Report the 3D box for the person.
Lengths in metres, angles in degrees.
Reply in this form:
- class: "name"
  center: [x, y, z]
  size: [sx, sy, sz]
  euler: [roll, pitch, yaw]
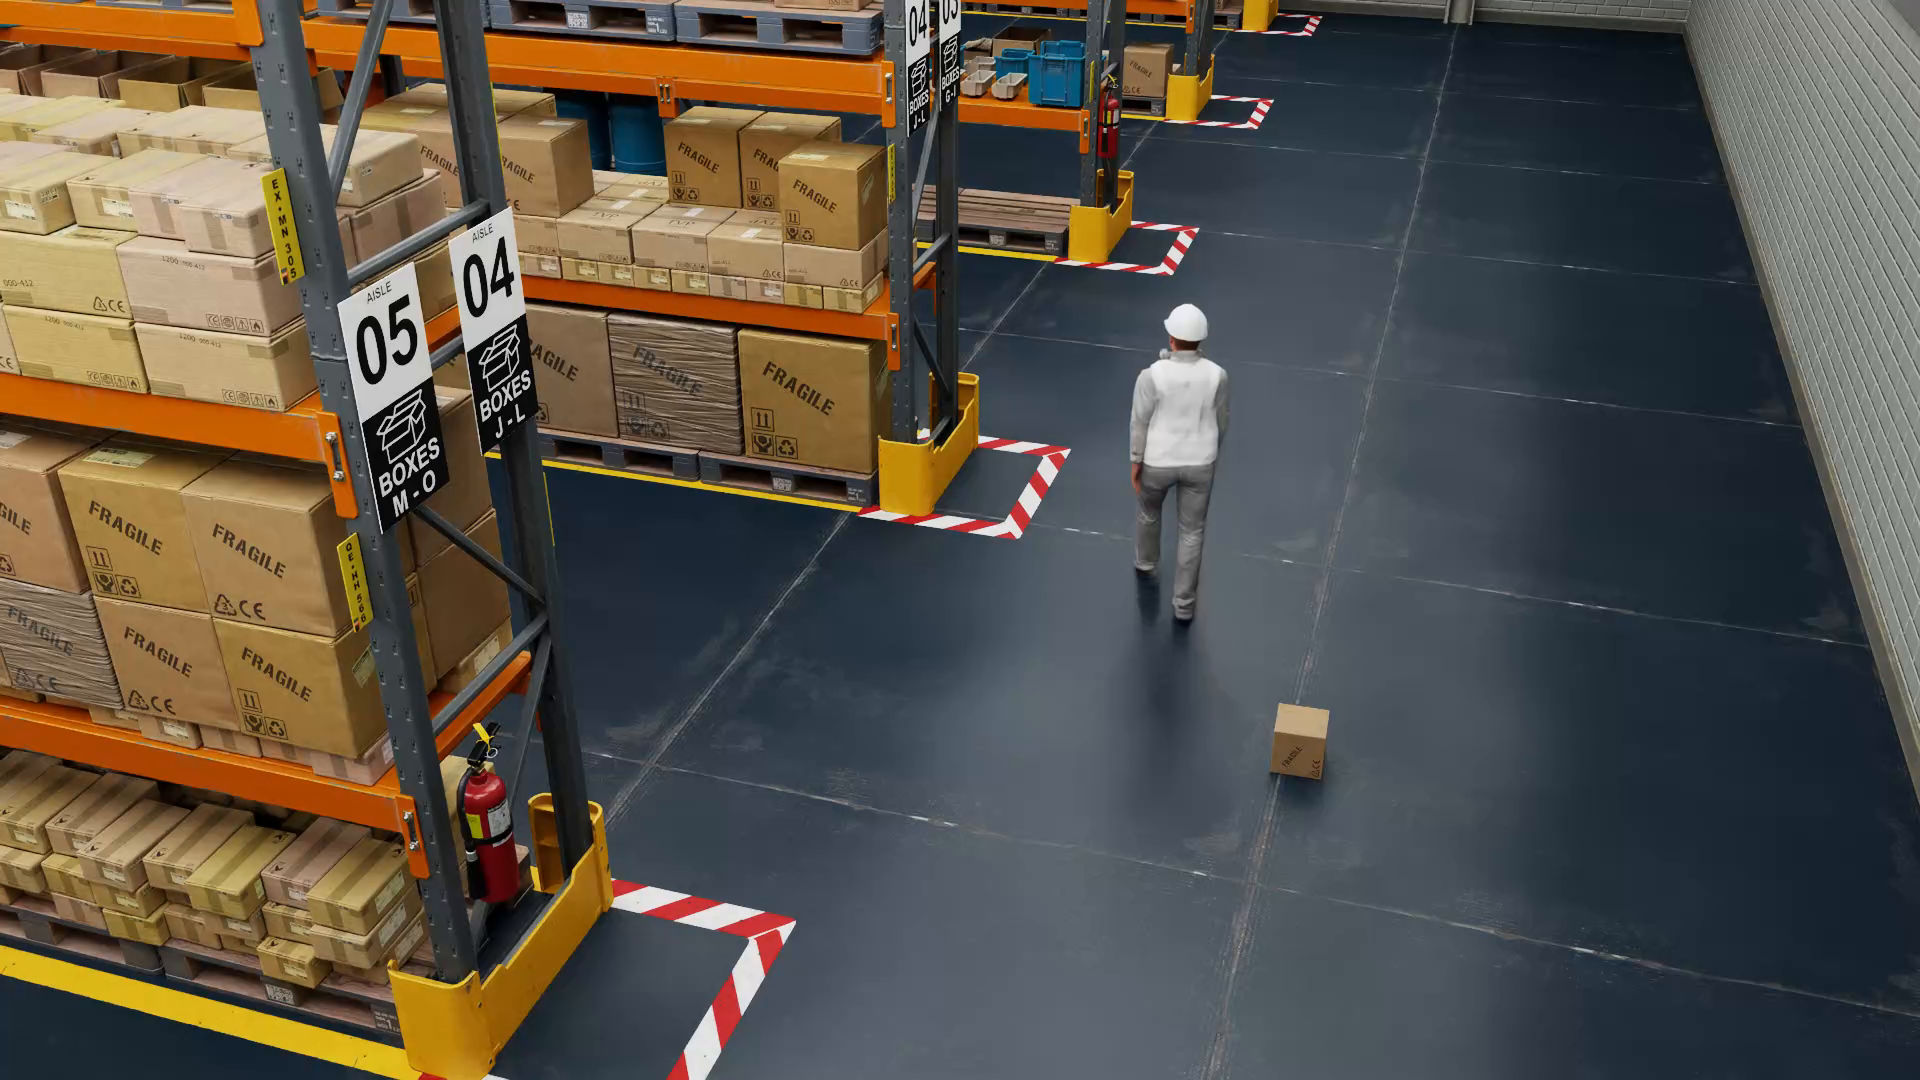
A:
- class: "person"
  center: [1.215, -0.453, 9.338]
  size: [0.561, 1.800, 0.850]
  euler: [1, 29, 1]
